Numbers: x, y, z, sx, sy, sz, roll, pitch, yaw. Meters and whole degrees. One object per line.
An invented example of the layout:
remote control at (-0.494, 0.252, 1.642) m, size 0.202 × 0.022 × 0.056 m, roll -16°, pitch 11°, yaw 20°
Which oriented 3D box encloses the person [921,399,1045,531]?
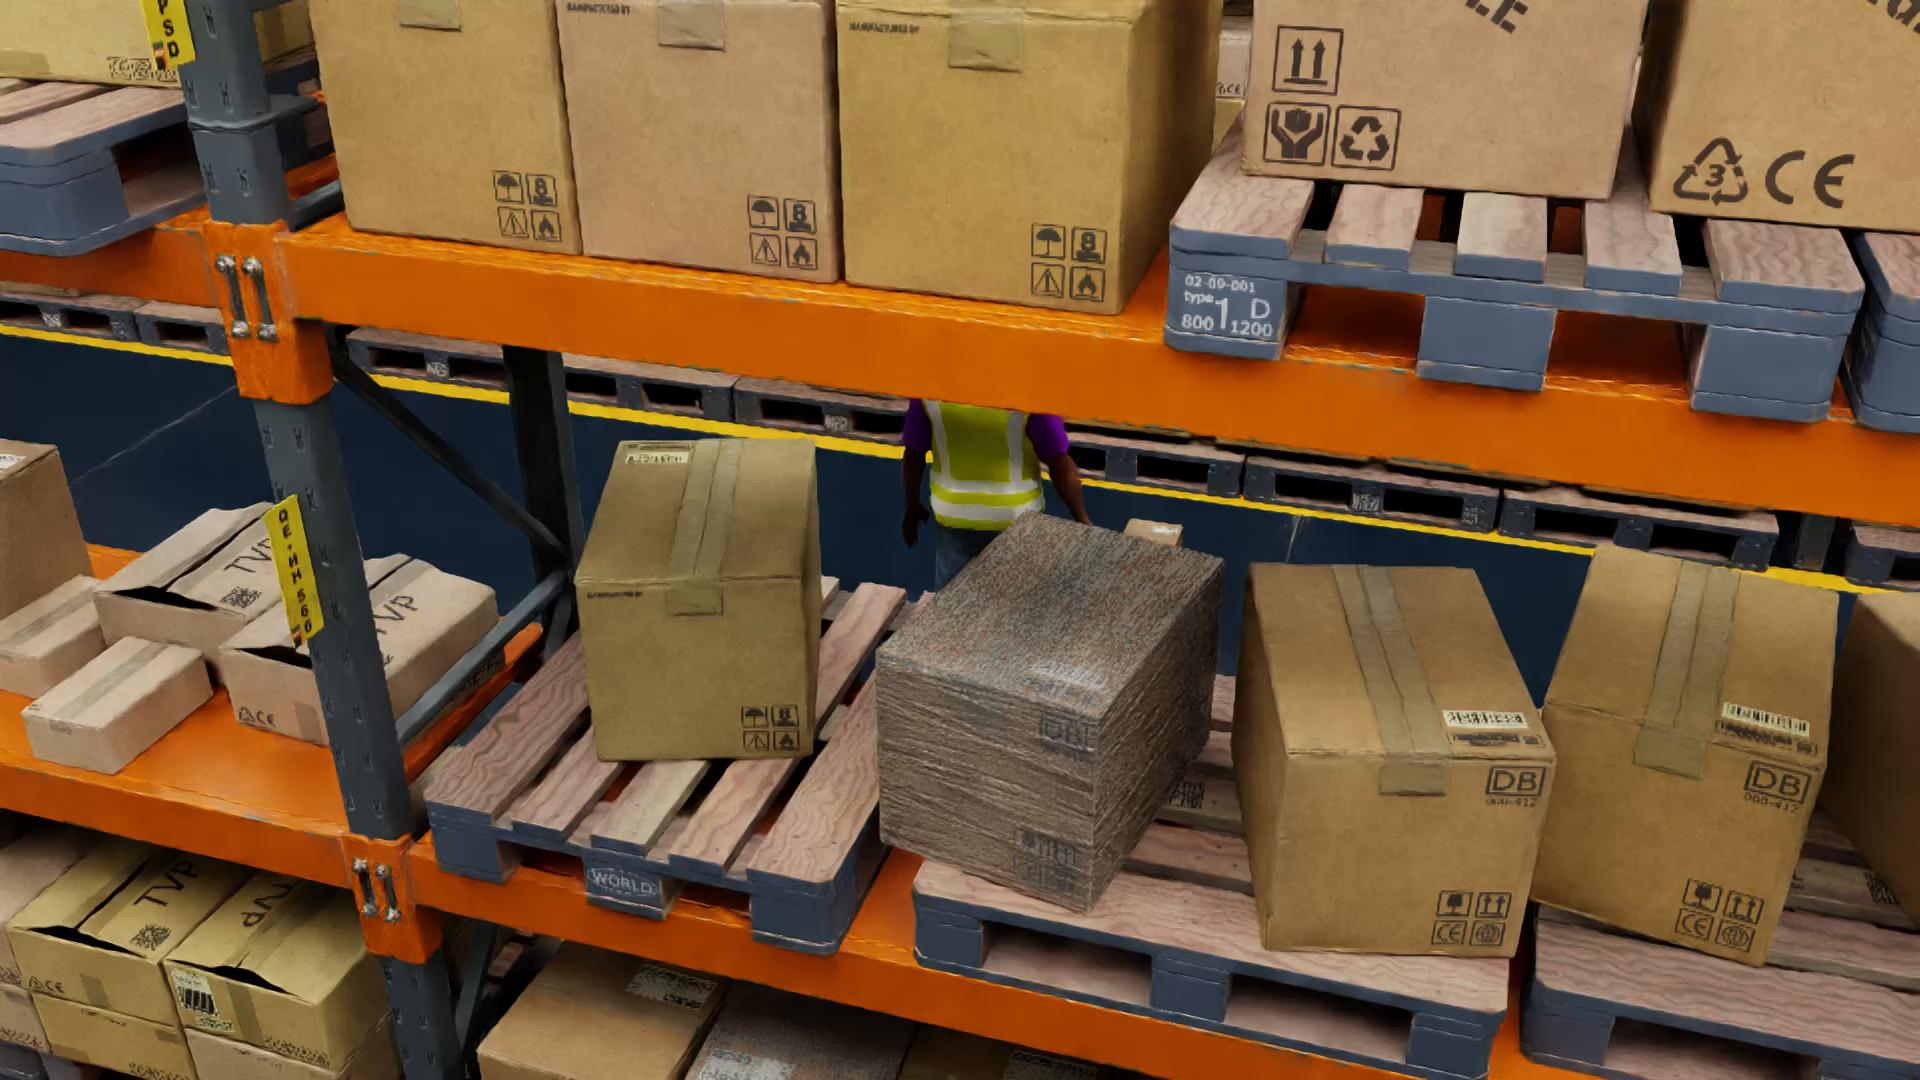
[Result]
person at (-6.541, 2.505, 0.114) m, size 11.725 × 3.191 × 15.738 m, roll 4°, pitch 29°, yaw 7°
